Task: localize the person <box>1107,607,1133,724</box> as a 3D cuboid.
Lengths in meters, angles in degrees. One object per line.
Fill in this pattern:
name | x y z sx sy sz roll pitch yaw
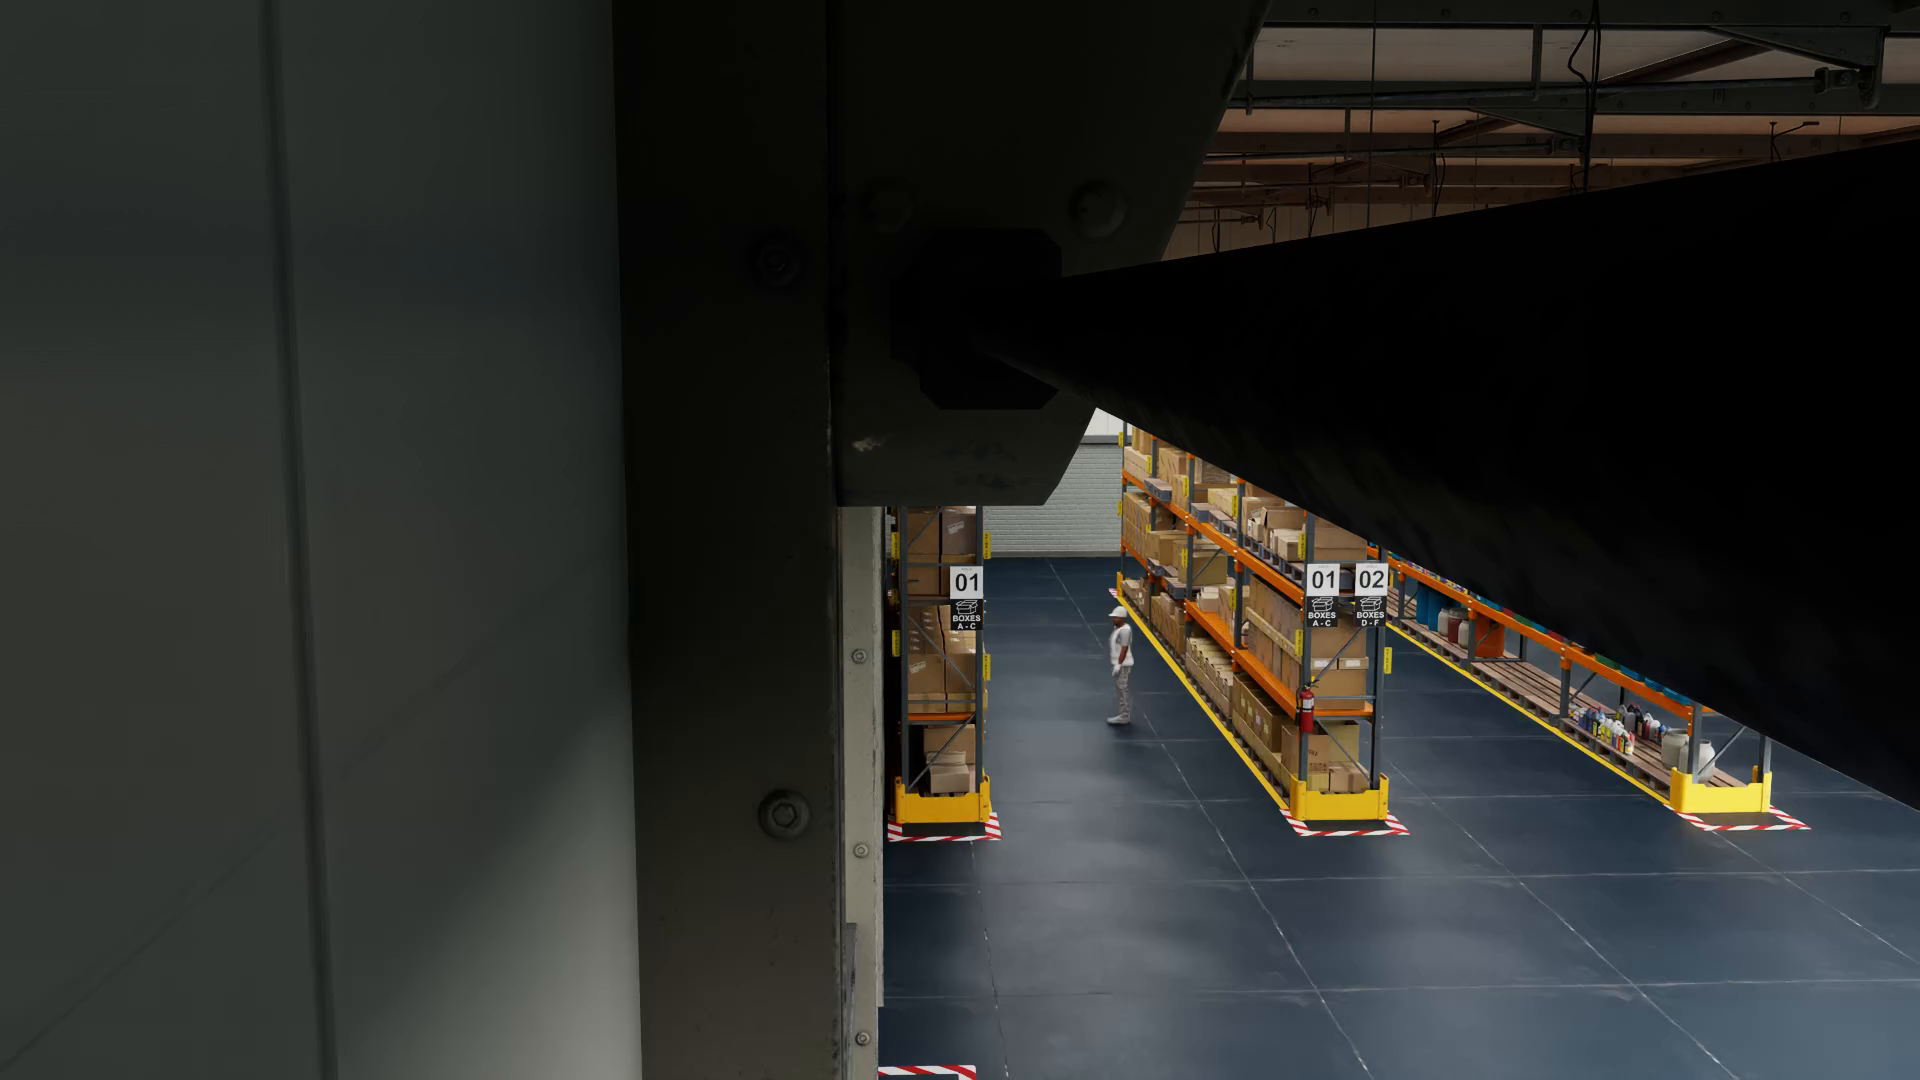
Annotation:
person | 2.422 1.902 25.233 0.387 1.804 0.571 0 8 -3
